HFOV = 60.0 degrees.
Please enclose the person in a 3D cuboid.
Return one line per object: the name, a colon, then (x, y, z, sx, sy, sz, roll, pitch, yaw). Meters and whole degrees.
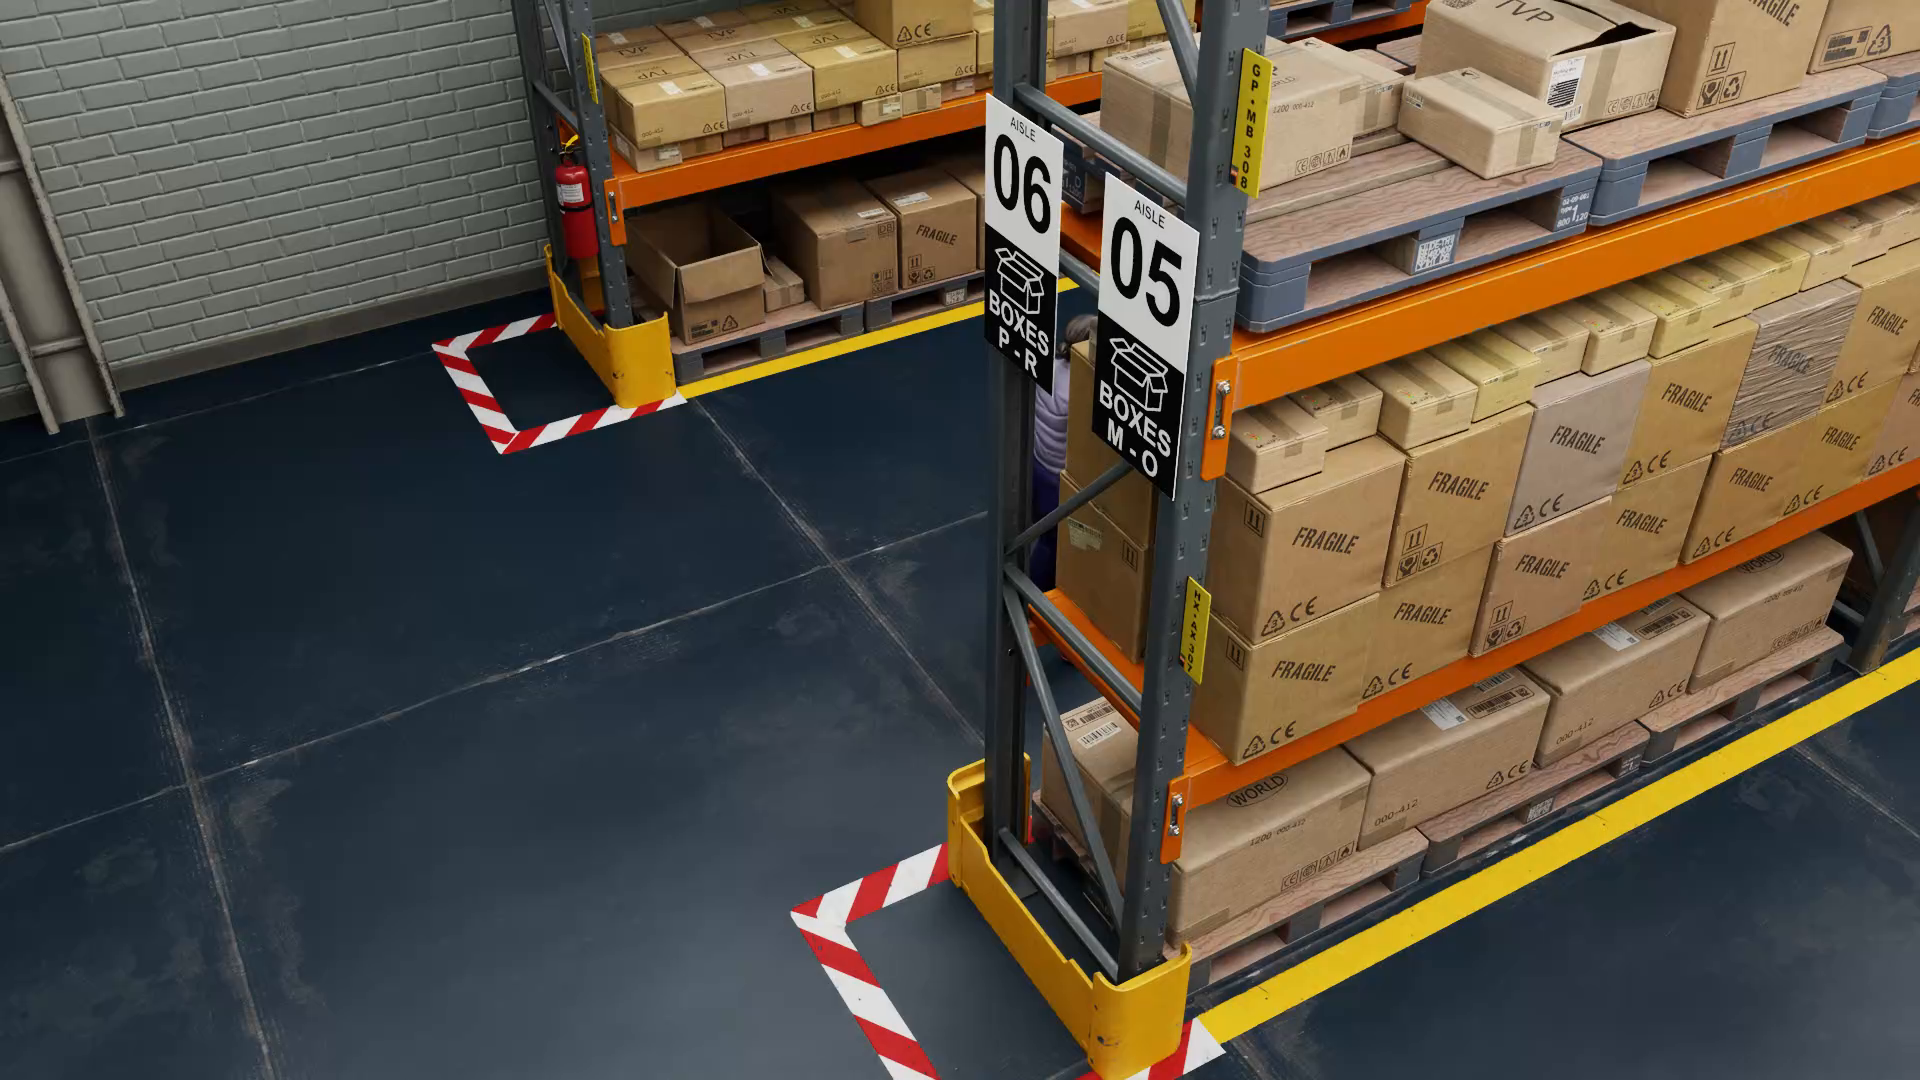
person: (0.473, -0.219, 7.223, 0.371, 1.651, 0.537, -20, 41, -24)
